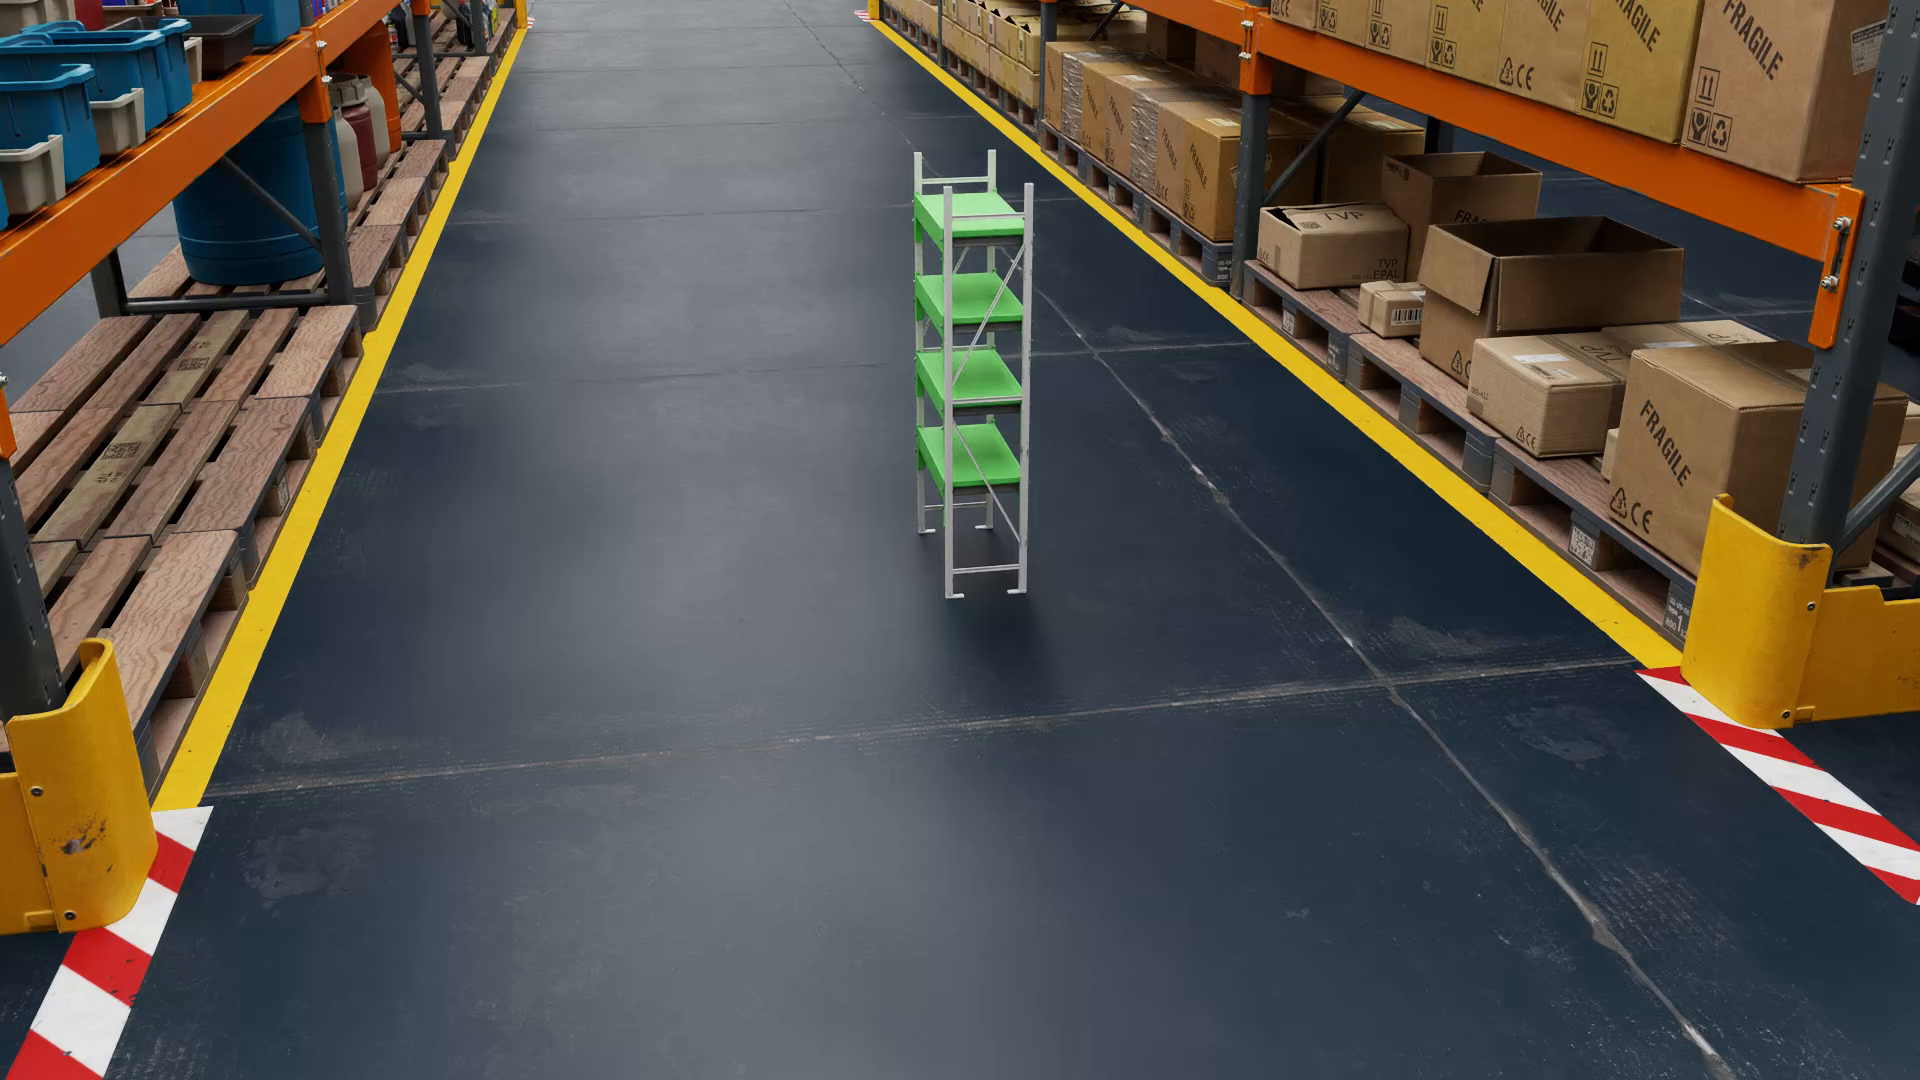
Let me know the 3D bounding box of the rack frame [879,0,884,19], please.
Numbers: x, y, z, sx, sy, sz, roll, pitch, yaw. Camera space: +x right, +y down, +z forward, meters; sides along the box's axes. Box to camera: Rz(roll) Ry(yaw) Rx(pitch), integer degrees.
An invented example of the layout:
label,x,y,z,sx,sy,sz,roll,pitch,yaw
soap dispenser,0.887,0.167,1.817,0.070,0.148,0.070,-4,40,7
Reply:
label,x,y,z,sx,sy,sz,roll,pitch,yaw
rack frame,-0.436,-7.270,18.147,1.000,3.000,0.127,-4,24,-10

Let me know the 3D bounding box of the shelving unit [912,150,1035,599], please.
label,x,y,z,sx,sy,sz,roll,pitch,yaw
shelving unit,0.031,-0.485,4.861,0.258,1.200,0.503,-4,24,-10

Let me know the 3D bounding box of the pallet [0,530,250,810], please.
label,x,y,z,sx,sy,sz,roll,pitch,yaw
pallet,-2.460,0.339,4.209,1.003,0.211,1.213,-4,24,-10

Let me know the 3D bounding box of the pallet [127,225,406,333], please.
label,x,y,z,sx,sy,sz,roll,pitch,yaw
pallet,-3.187,-1.213,7.764,1.003,0.211,1.213,-4,24,-10

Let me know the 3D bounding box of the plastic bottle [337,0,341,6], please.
label,x,y,z,sx,sy,sz,roll,pitch,yaw
plastic bottle,-2.877,-2.534,7.551,0.097,0.201,0.097,0,24,0

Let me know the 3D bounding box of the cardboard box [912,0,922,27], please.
label,x,y,z,sx,sy,sz,roll,pitch,yaw
cardboard box,-0.186,-5.188,16.292,0.500,0.250,0.500,-4,24,-10

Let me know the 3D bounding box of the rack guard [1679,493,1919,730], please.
label,x,y,z,sx,sy,sz,roll,pitch,yaw
rack guard,2.509,0.139,4.306,1.175,0.500,0.348,-4,24,-10

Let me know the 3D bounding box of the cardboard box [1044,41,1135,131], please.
label,x,y,z,sx,sy,sz,roll,pitch,yaw
cardboard box,0.847,-2.979,10.896,0.500,0.500,0.500,-3,24,-7

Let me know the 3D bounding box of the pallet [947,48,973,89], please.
label,x,y,z,sx,sy,sz,roll,pitch,yaw
pallet,0.479,-4.132,14.446,1.003,0.211,1.213,-4,24,-10

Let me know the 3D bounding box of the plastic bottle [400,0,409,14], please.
label,x,y,z,sx,sy,sz,roll,pitch,yaw
plastic bottle,-5.062,-4.753,15.146,0.144,0.351,0.185,-4,24,-10

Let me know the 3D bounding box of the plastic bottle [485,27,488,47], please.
label,x,y,z,sx,sy,sz,roll,pitch,yaw
plastic bottle,-4.211,-4.448,14.634,0.097,0.201,0.097,0,24,0

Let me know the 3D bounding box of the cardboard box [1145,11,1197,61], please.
label,x,y,z,sx,sy,sz,roll,pitch,yaw
cardboard box,1.462,-3.150,10.352,0.500,0.250,0.500,-3,24,-8

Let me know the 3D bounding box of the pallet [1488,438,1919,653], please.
label,x,y,z,sx,sy,sz,roll,pitch,yaw
pallet,2.361,-0.042,5.082,1.003,0.211,1.213,-4,24,-10

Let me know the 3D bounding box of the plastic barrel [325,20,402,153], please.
label,x,y,z,sx,sy,sz,roll,pitch,yaw
plastic barrel,-3.718,-2.765,10.019,0.600,0.830,0.708,-4,24,-10

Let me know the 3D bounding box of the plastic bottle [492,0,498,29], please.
label,x,y,z,sx,sy,sz,roll,pitch,yaw
plastic bottle,-4.488,-5.012,15.832,0.152,0.276,0.135,-5,24,-11

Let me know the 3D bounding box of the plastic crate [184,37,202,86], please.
label,x,y,z,sx,sy,sz,roll,pitch,yaw
plastic crate,-2.468,-1.428,5.027,0.293,0.136,0.466,-4,24,-10

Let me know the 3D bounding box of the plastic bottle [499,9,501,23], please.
label,x,y,z,sx,sy,sz,roll,pitch,yaw
plastic bottle,-4.534,-5.134,16.204,0.097,0.201,0.097,0,24,0

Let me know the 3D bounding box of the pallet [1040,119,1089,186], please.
label,x,y,z,sx,sy,sz,roll,pitch,yaw
pallet,1.145,-2.549,10.822,1.003,0.211,1.213,-4,24,-10

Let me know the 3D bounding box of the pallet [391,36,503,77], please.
label,x,y,z,sx,sy,sz,roll,pitch,yaw
pallet,-4.648,-4.321,14.879,1.003,0.211,1.213,-4,24,-10

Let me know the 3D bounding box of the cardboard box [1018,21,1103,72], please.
label,x,y,z,sx,sy,sz,roll,pitch,yaw
cardboard box,0.705,-3.500,11.726,0.500,0.311,0.500,-4,24,-8

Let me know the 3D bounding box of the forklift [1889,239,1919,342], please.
label,x,y,z,sx,sy,sz,roll,pitch,yaw
forklift,4.589,-2.178,6.574,1.130,2.935,3.031,-1,24,-2

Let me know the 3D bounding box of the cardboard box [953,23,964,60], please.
label,x,y,z,sx,sy,sz,roll,pitch,yaw
cardboard box,0.228,-4.251,14.145,0.500,0.250,0.500,-4,24,-8

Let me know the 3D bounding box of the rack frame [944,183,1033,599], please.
label,x,y,z,sx,sy,sz,roll,pitch,yaw
rack frame,0.076,-0.389,4.641,0.240,1.200,0.015,-4,24,-10

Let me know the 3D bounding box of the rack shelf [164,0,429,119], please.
label,x,y,z,sx,sy,sz,roll,pitch,yaw
rack shelf,-3.455,-2.641,8.449,1.077,0.370,4.000,-4,24,-10

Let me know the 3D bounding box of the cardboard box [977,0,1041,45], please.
label,x,y,z,sx,sy,sz,roll,pitch,yaw
cardboard box,0.421,-4.100,13.100,0.500,0.311,0.500,-4,24,-8

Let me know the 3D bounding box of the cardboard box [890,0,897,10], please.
label,x,y,z,sx,sy,sz,roll,pitch,yaw
cardboard box,-0.459,-5.778,17.643,0.500,0.250,0.500,-4,24,-10

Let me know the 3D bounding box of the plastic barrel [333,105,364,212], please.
label,x,y,z,sx,sy,sz,roll,pitch,yaw
plastic barrel,-3.317,-1.959,8.572,0.421,0.512,0.421,0,24,0

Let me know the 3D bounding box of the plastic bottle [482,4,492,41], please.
label,x,y,z,sx,sy,sz,roll,pitch,yaw
plastic bottle,-4.306,-4.667,14.948,0.144,0.351,0.185,-4,24,-8

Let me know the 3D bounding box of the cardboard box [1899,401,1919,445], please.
label,x,y,z,sx,sy,sz,roll,pitch,yaw
cardboard box,2.609,-0.349,5.188,0.500,0.250,0.500,-4,24,-10

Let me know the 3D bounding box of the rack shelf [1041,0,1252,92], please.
label,x,y,z,sx,sy,sz,roll,pitch,yaw
rack shelf,1.414,-3.007,9.285,1.077,0.370,4.000,-4,24,-10

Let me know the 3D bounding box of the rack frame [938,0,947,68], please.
label,x,y,z,sx,sy,sz,roll,pitch,yaw
rack frame,0.304,-5.696,14.545,1.000,3.000,0.127,-4,24,-10

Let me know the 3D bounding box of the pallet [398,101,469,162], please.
label,x,y,z,sx,sy,sz,roll,pitch,yaw
pallet,-3.930,-2.788,11.369,1.003,0.211,1.213,-4,24,-10

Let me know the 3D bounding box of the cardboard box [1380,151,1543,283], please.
label,x,y,z,sx,sy,sz,roll,pitch,yaw
cardboard box,2.167,-1.403,7.287,0.500,0.500,0.500,-4,24,-10

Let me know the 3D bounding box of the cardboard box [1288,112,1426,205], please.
label,x,y,z,sx,sy,sz,roll,pitch,yaw
cardboard box,1.933,-1.814,8.229,0.500,0.500,0.500,-5,24,-12

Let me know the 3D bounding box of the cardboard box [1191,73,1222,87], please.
label,x,y,z,sx,sy,sz,roll,pitch,yaw
cardboard box,1.646,-2.419,9.614,0.500,0.500,0.500,-5,24,-12

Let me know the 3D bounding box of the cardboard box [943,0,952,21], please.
label,x,y,z,sx,sy,sz,roll,pitch,yaw
cardboard box,0.136,-4.705,14.484,0.500,0.311,0.500,-4,24,-10

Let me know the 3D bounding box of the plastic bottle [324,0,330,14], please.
label,x,y,z,sx,sy,sz,roll,pitch,yaw
plastic bottle,-2.816,-2.436,7.241,0.097,0.271,0.097,0,24,0

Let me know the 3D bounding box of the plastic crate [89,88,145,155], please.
label,x,y,z,sx,sy,sz,roll,pitch,yaw
plastic crate,-2.171,-1.038,4.134,0.250,0.136,0.298,-4,24,-10

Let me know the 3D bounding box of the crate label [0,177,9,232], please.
label,x,y,z,sx,sy,sz,roll,pitch,yaw
crate label,-2.068,-0.683,3.201,0.416,0.233,0.303,-4,24,-10

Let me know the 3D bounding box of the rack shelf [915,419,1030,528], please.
label,x,y,z,sx,sy,sz,roll,pitch,yaw
rack shelf,0.031,-0.206,4.982,0.258,0.148,0.480,-4,24,-10

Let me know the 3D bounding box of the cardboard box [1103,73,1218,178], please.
label,x,y,z,sx,sy,sz,roll,pitch,yaw
cardboard box,1.139,-2.371,9.504,0.500,0.500,0.500,-5,24,-12

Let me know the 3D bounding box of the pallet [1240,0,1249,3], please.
label,x,y,z,sx,sy,sz,roll,pitch,yaw
pallet,1.743,-2.784,8.117,1.003,0.211,1.213,-4,24,-10

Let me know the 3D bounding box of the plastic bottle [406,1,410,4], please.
label,x,y,z,sx,sy,sz,roll,pitch,yaw
plastic bottle,-5.193,-4.945,15.685,0.097,0.271,0.097,0,24,0

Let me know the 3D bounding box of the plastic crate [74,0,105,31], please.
label,x,y,z,sx,sy,sz,roll,pitch,yaw
plastic crate,-3.167,-1.872,5.633,0.402,0.464,0.583,-4,24,-10

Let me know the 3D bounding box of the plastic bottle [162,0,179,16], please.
label,x,y,z,sx,sy,sz,roll,pitch,yaw
plastic bottle,-3.424,-2.385,7.211,0.097,0.201,0.097,0,24,0

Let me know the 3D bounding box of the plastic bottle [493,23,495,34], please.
label,x,y,z,sx,sy,sz,roll,pitch,yaw
plastic bottle,-4.370,-4.786,15.407,0.097,0.201,0.097,0,24,0

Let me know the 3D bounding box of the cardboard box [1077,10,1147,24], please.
label,x,y,z,sx,sy,sz,roll,pitch,yaw
cardboard box,1.130,-3.746,12.290,0.500,0.311,0.500,-5,24,-11

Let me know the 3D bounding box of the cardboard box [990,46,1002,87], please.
label,x,y,z,sx,sy,sz,roll,pitch,yaw
cardboard box,0.518,-3.645,12.758,0.500,0.250,0.500,-4,24,-9

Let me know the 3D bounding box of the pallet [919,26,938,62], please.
label,x,y,z,sx,sy,sz,roll,pitch,yaw
pallet,0.198,-4.734,15.826,1.003,0.211,1.213,-4,24,-10

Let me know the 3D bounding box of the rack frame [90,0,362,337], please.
label,x,y,z,sx,sy,sz,roll,pitch,yaw
rack frame,-3.085,-2.184,6.504,1.000,3.000,0.127,-4,24,-10

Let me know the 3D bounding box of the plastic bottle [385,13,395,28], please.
label,x,y,z,sx,sy,sz,roll,pitch,yaw
plastic bottle,-4.978,-4.453,14.542,0.061,0.283,0.133,-3,24,-7

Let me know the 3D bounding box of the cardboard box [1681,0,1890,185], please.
label,x,y,z,sx,sy,sz,roll,pitch,yaw
cardboard box,2.173,-1.178,4.075,0.500,0.500,0.500,-4,24,-8

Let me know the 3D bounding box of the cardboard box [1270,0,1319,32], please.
label,x,y,z,sx,sy,sz,roll,pitch,yaw
cardboard box,1.610,-2.375,6.815,0.500,0.500,0.500,-4,24,-8

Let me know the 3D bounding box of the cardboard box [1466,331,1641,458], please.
label,x,y,z,sx,sy,sz,roll,pitch,yaw
cardboard box,2.034,-0.489,5.508,0.500,0.250,0.500,-4,24,-10

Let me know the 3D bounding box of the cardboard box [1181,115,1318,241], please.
label,x,y,z,sx,sy,sz,roll,pitch,yaw
cardboard box,1.410,-1.779,8.148,0.500,0.500,0.500,-4,24,-10

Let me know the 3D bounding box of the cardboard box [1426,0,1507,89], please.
label,x,y,z,sx,sy,sz,roll,pitch,yaw
cardboard box,1.893,-1.777,5.445,0.500,0.500,0.500,-5,24,-10

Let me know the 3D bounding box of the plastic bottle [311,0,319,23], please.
label,x,y,z,sx,sy,sz,roll,pitch,yaw
plastic bottle,-2.734,-2.307,6.930,0.061,0.283,0.133,-4,24,-10
